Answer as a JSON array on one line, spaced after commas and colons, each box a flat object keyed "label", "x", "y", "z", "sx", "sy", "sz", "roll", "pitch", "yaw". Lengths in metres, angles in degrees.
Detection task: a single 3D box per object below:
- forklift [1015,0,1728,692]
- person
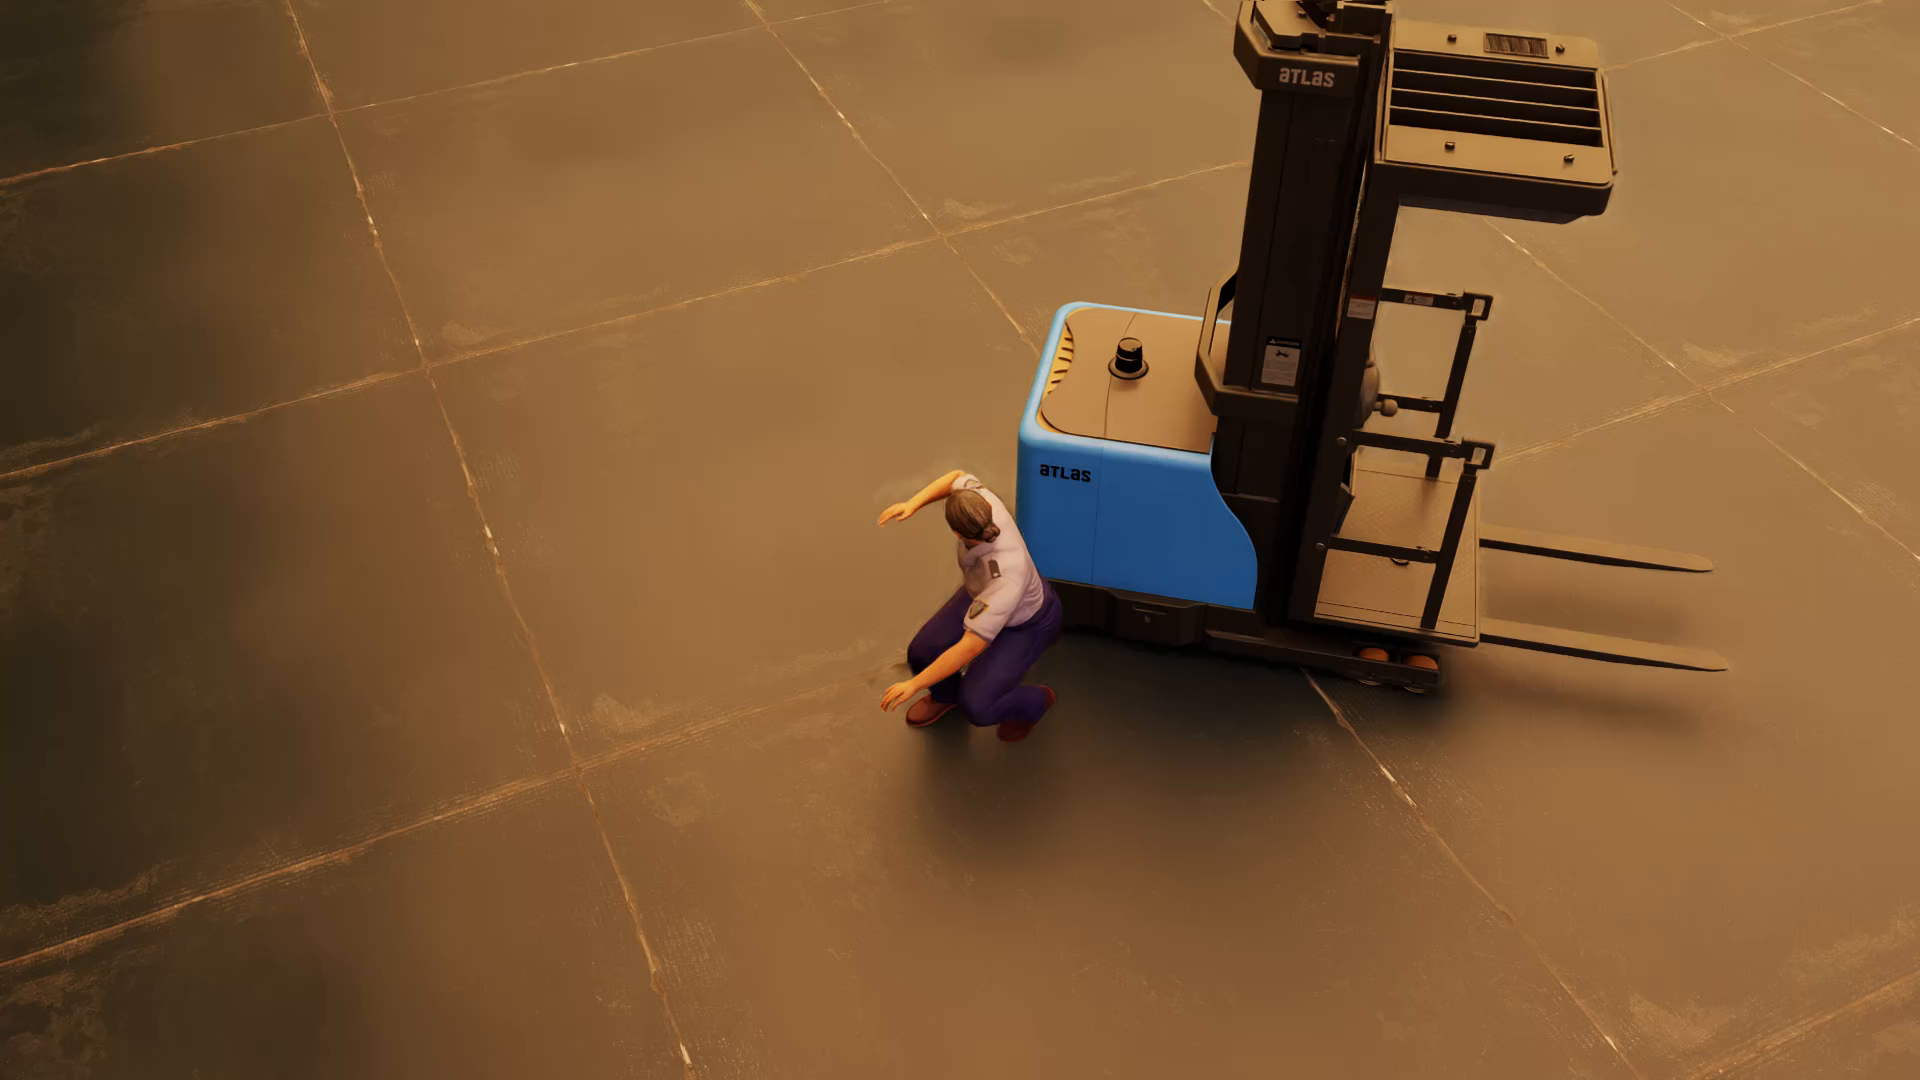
[{"label": "forklift", "x": 1.795, "y": -0.818, "z": 6.557, "sx": 3.031, "sy": 2.935, "sz": 1.130, "roll": 9, "pitch": 44, "yaw": 9}, {"label": "person", "x": -0.038, "y": 0.322, "z": 6.487, "sx": 0.922, "sy": 1.386, "sz": 0.730, "roll": -23, "pitch": 48, "yaw": -23}]
